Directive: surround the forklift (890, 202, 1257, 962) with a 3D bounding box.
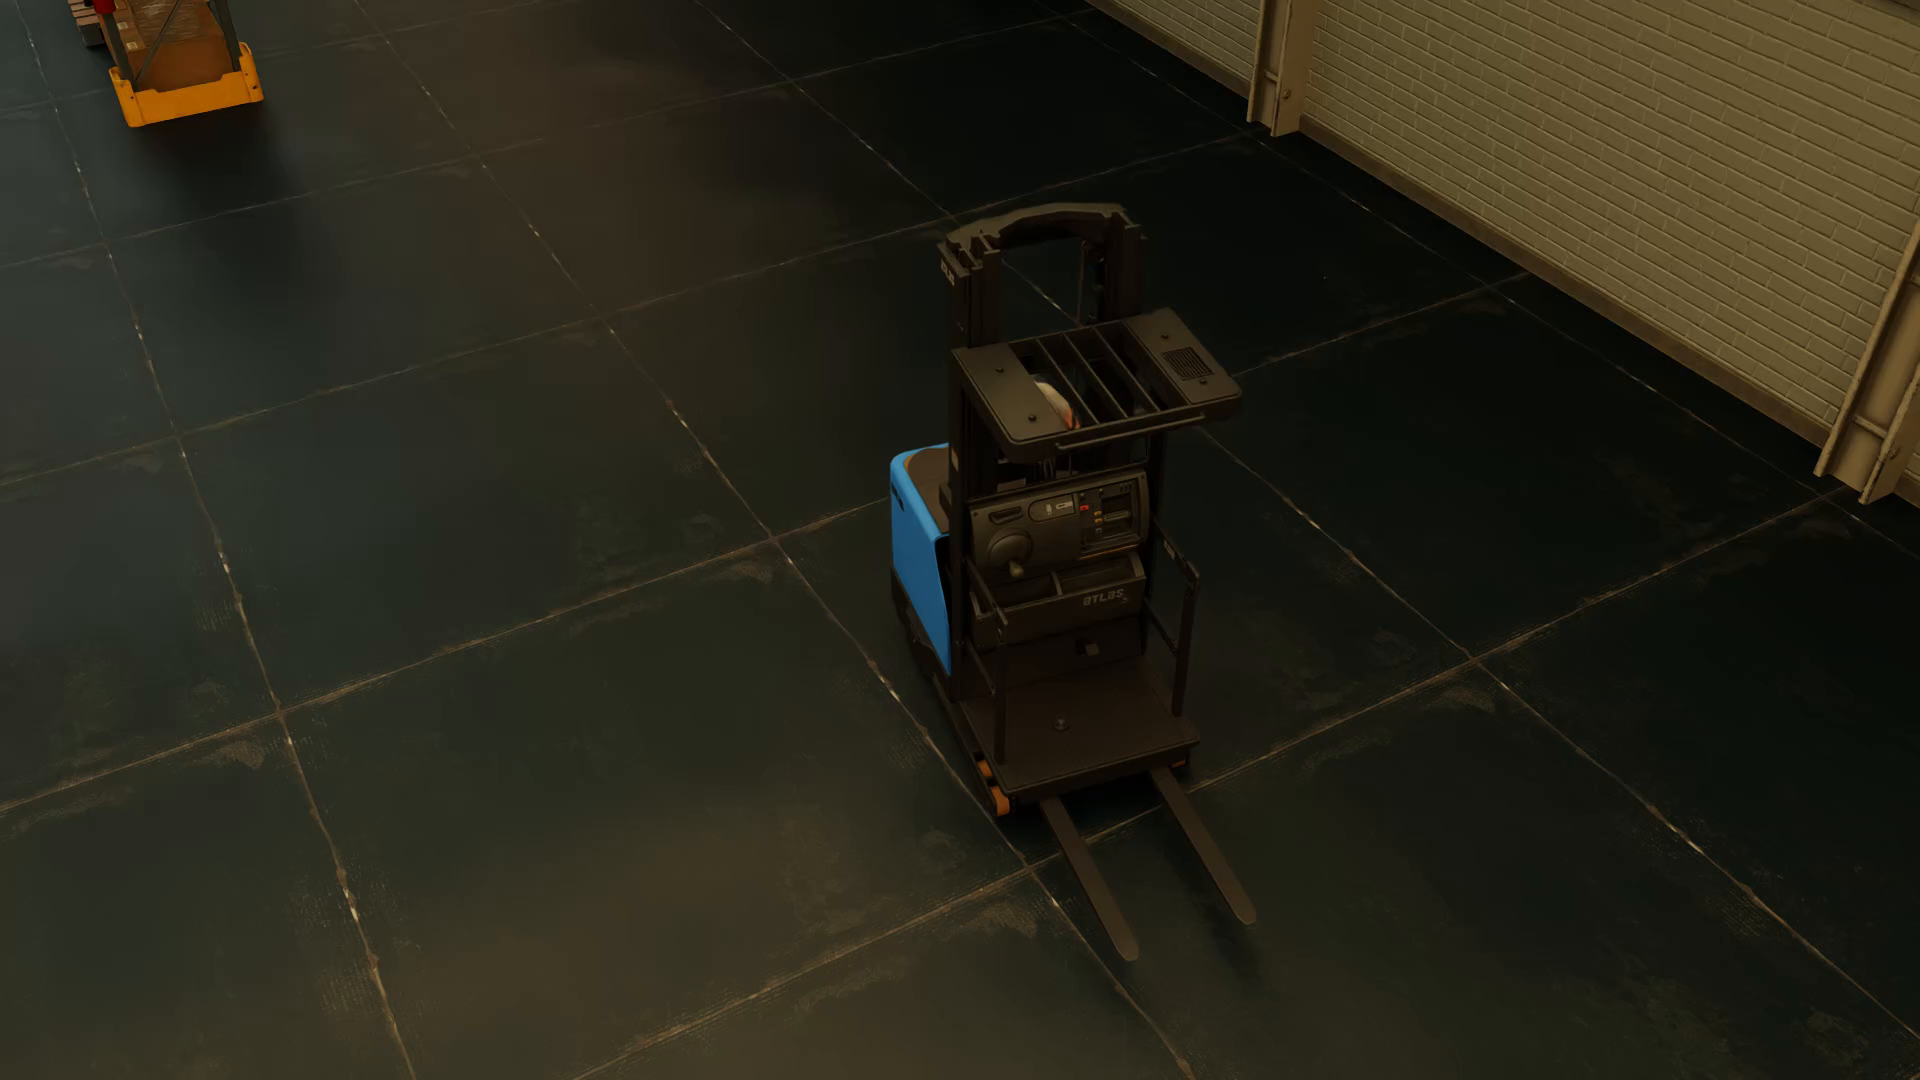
[{"bbox_3d":[0.572,0.003,8.033,1.130,2.935,3.031,-13,41,-15],"label":"forklift"}]

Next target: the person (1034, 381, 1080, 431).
[{"bbox_3d":[0.372,-0.327,9.556,0.772,1.496,0.727,-12,41,-14],"label":"person"}]
